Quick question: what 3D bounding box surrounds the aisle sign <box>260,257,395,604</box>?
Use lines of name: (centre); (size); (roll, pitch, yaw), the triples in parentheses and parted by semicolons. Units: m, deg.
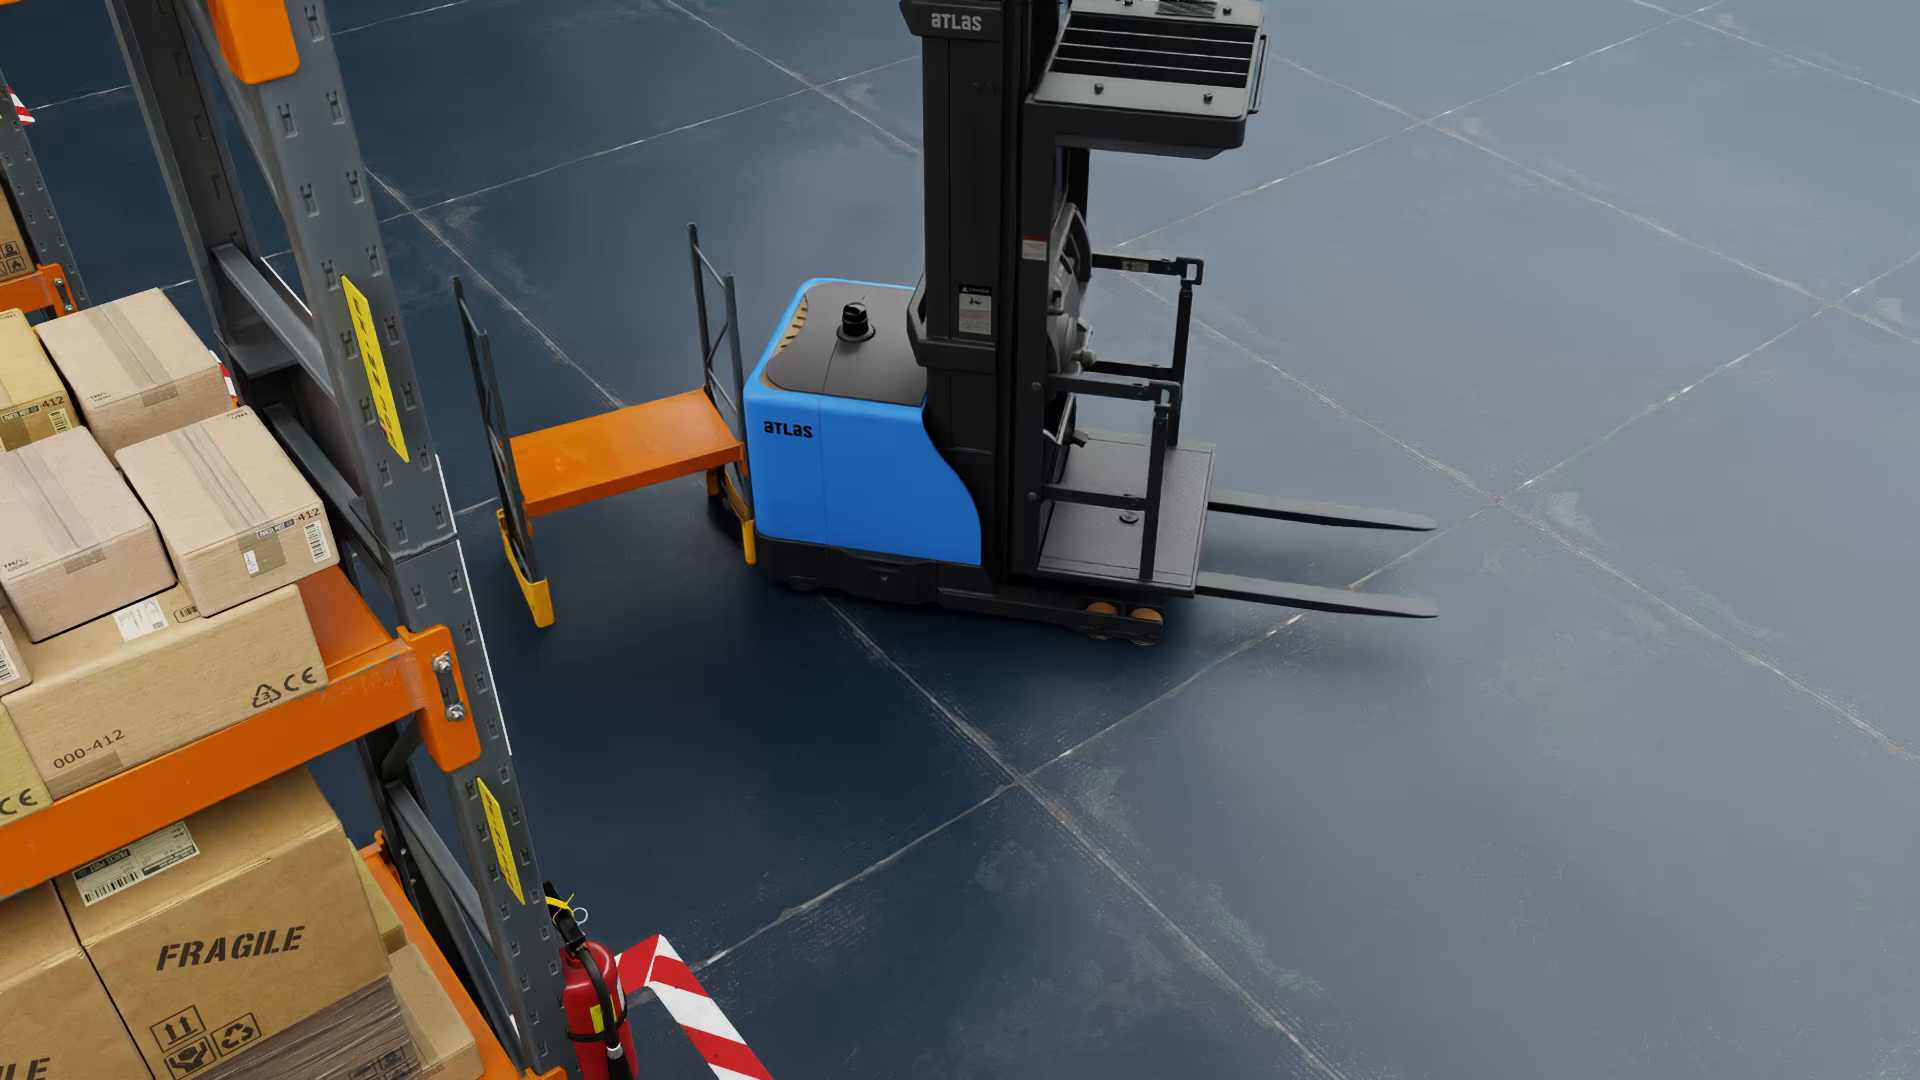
aisle sign: (-1.440, -0.248, 3.771); (0.004, 0.787, 0.394); (-26, 46, -28)

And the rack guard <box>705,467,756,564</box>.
rack guard: (-1.075, -0.160, 7.881); (0.087, 0.250, 0.587); (-17, 42, -20)

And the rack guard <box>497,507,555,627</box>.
rack guard: (-1.970, 0.117, 7.543); (0.087, 0.250, 0.587); (-17, 42, -20)

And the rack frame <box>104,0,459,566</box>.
rack frame: (-1.306, -1.388, 2.480); (0.127, 3.000, 1.000); (-26, 46, -28)

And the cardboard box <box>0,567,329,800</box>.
cardboard box: (-1.534, 0.144, 3.096); (0.500, 0.250, 0.500); (-25, 45, -27)

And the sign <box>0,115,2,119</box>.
sign: (-3.929, -1.863, 6.689); (0.005, 0.325, 0.100); (-26, 46, -28)

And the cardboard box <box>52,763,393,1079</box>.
cardboard box: (-1.592, 0.728, 3.529); (0.500, 0.500, 0.500); (-26, 46, -28)

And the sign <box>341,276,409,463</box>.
sign: (-0.984, -0.284, 2.801); (0.005, 0.325, 0.100); (-26, 46, -28)

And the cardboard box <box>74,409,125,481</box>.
cardboard box: (-1.846, -0.114, 3.411); (0.500, 0.250, 0.500); (-25, 45, -27)

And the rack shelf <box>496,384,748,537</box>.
rack shelf: (-1.514, -0.368, 7.433); (1.000, 0.185, 0.538); (-17, 42, -20)

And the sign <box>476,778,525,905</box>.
sign: (-0.984, 0.649, 3.566); (0.005, 0.325, 0.100); (-26, 46, -28)

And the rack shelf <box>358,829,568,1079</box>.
rack shelf: (-2.892, 1.983, 3.669); (4.000, 0.370, 1.077); (-26, 46, -28)

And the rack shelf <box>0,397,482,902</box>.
rack shelf: (-2.892, 0.823, 2.717); (4.000, 0.370, 1.077); (-26, 46, -28)

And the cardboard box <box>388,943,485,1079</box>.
cardboard box: (-1.406, 1.243, 4.202); (0.250, 0.149, 0.380); (-26, 46, -28)

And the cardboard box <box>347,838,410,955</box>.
cardboard box: (-1.677, 1.019, 4.474); (0.250, 0.149, 0.380); (-26, 46, -28)

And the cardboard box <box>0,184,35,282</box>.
cardboard box: (-4.515, -1.494, 7.221); (0.550, 0.550, 0.875); (-26, 46, -28)

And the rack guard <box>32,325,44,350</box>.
rack guard: (-4.229, -0.645, 8.275); (0.348, 0.500, 1.175); (-26, 46, -28)

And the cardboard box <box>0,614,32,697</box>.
cardboard box: (-1.764, 0.142, 2.784); (0.250, 0.149, 0.380); (-28, 47, -30)

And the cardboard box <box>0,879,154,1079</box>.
cardboard box: (-1.985, 0.924, 3.290); (0.500, 0.500, 0.500); (-26, 46, -28)

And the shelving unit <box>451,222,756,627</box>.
shelving unit: (-1.523, -0.504, 7.316); (1.083, 1.500, 0.587); (-17, 42, -20)

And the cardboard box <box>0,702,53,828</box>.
cardboard box: (-1.928, 0.338, 2.859); (0.500, 0.250, 0.500); (-26, 46, -28)

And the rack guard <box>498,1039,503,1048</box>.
rack guard: (-1.366, 1.927, 5.140); (0.348, 0.500, 1.175); (-26, 46, -28)

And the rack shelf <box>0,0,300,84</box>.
rack shelf: (-2.892, -0.335, 1.767); (4.000, 0.370, 1.077); (-26, 46, -28)

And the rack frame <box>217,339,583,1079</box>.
rack frame: (-1.306, 0.932, 4.383); (0.127, 3.000, 1.000); (-26, 46, -28)

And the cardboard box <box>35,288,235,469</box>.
cardboard box: (-1.665, -0.334, 3.365); (0.250, 0.149, 0.380); (-26, 46, -28)

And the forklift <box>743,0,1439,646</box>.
forklift: (0.639, -1.038, 6.838); (3.031, 2.935, 1.130); (8, 40, 9)

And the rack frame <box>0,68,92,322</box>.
rack frame: (-4.248, -1.602, 7.471); (0.127, 3.000, 1.000); (-26, 46, -28)

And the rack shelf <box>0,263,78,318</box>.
rack shelf: (-5.834, -0.551, 6.757); (4.000, 0.370, 1.077); (-26, 46, -28)

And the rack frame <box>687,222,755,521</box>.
rack frame: (-1.057, -0.648, 7.491); (0.032, 1.500, 0.500); (-17, 42, -20)

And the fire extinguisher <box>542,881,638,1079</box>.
fire extinguisher: (-0.934, 1.149, 4.179); (0.183, 0.674, 0.296); (-26, 46, -28)

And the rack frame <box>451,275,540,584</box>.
rack frame: (-1.971, -0.365, 7.146); (0.032, 1.500, 0.500); (-17, 42, -20)

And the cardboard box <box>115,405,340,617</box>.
cardboard box: (-1.336, -0.060, 3.030); (0.250, 0.149, 0.380); (-26, 46, -28)

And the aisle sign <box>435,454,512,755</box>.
aisle sign: (-1.074, 0.053, 3.404); (0.004, 0.787, 0.394); (-26, 46, -28)

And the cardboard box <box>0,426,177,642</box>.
cardboard box: (-1.614, -0.018, 2.980); (0.250, 0.149, 0.380); (-28, 47, -29)

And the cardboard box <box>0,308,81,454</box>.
cardboard box: (-1.930, -0.283, 3.302); (0.250, 0.149, 0.380); (-25, 45, -27)

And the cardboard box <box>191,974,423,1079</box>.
cardboard box: (-1.759, 0.977, 4.014); (0.500, 0.500, 0.875); (-26, 46, -28)
